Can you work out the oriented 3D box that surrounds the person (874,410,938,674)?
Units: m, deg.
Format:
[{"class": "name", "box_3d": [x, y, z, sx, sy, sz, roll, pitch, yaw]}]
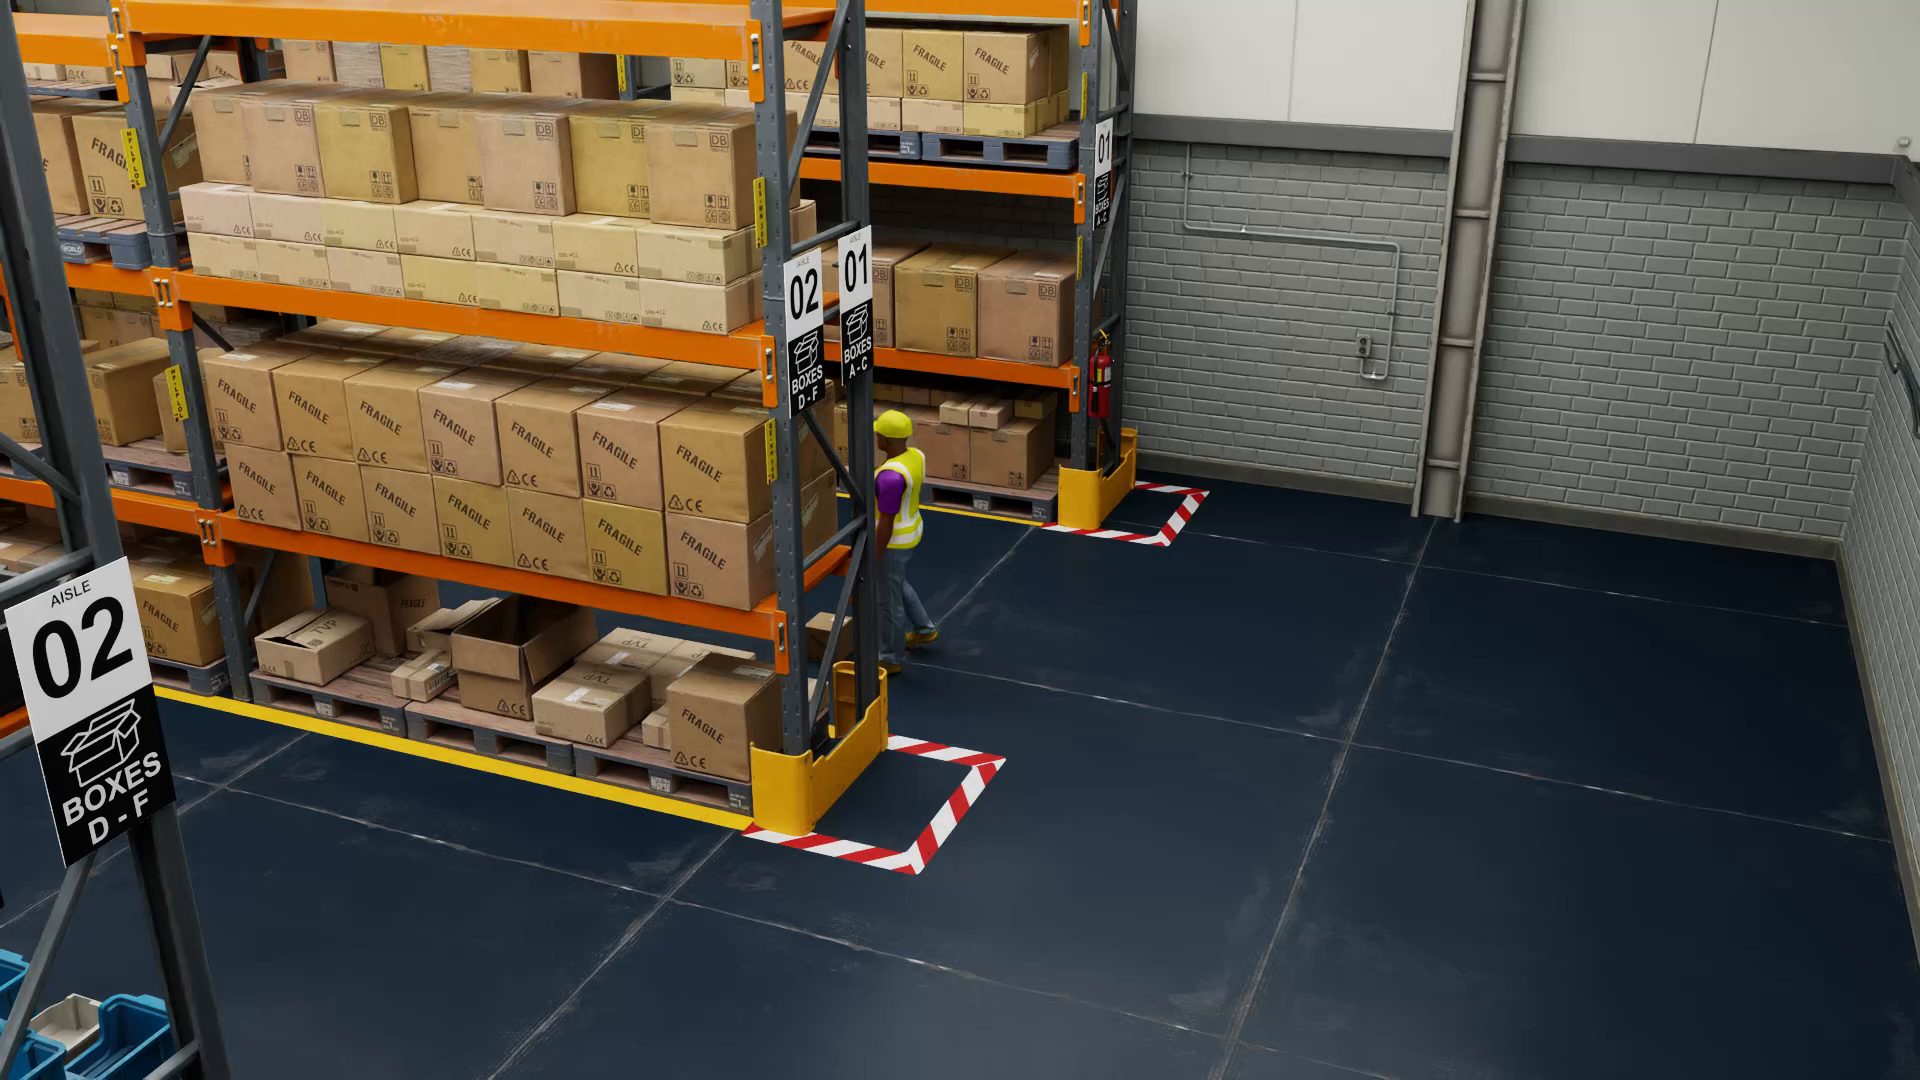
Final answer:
[{"class": "person", "box_3d": [-0.425, 0.005, 10.833, 0.476, 1.773, 0.642, 5, 23, 11]}]
